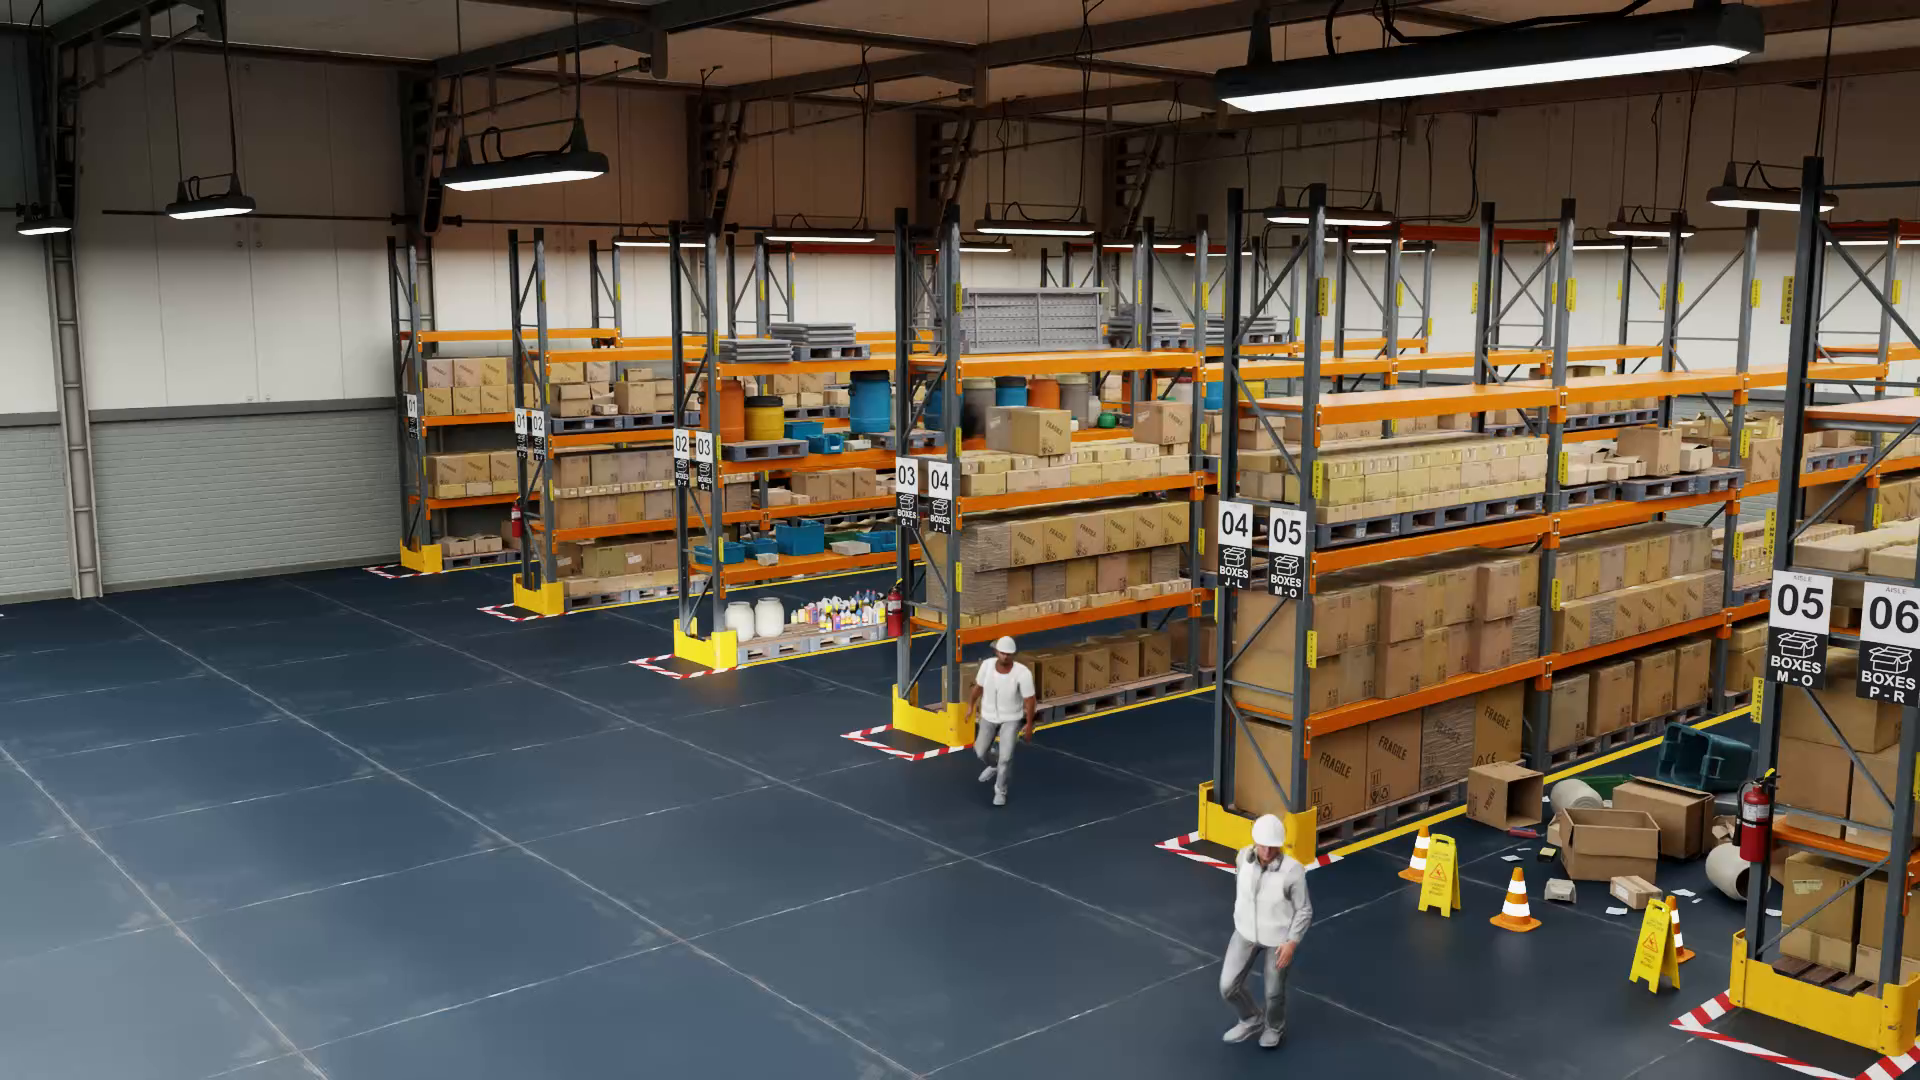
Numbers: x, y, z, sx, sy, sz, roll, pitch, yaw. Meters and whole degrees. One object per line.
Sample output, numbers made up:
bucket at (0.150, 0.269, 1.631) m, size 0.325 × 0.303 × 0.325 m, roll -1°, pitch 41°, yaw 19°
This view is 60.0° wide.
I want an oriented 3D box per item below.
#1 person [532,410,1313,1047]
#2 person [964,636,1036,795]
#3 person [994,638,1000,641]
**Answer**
person at (-2.284, 0.754, 18.413) m, size 15.760 × 3.175 × 9.316 m, roll 5°, pitch 10°, yaw 30°
person at (0.415, 1.734, 16.727) m, size 0.774 × 1.646 × 0.708 m, roll 3°, pitch 9°, yaw 17°
person at (0.590, 0.700, 23.777) m, size 0.570 × 1.498 × 0.683 m, roll -7°, pitch 11°, yaw -40°
